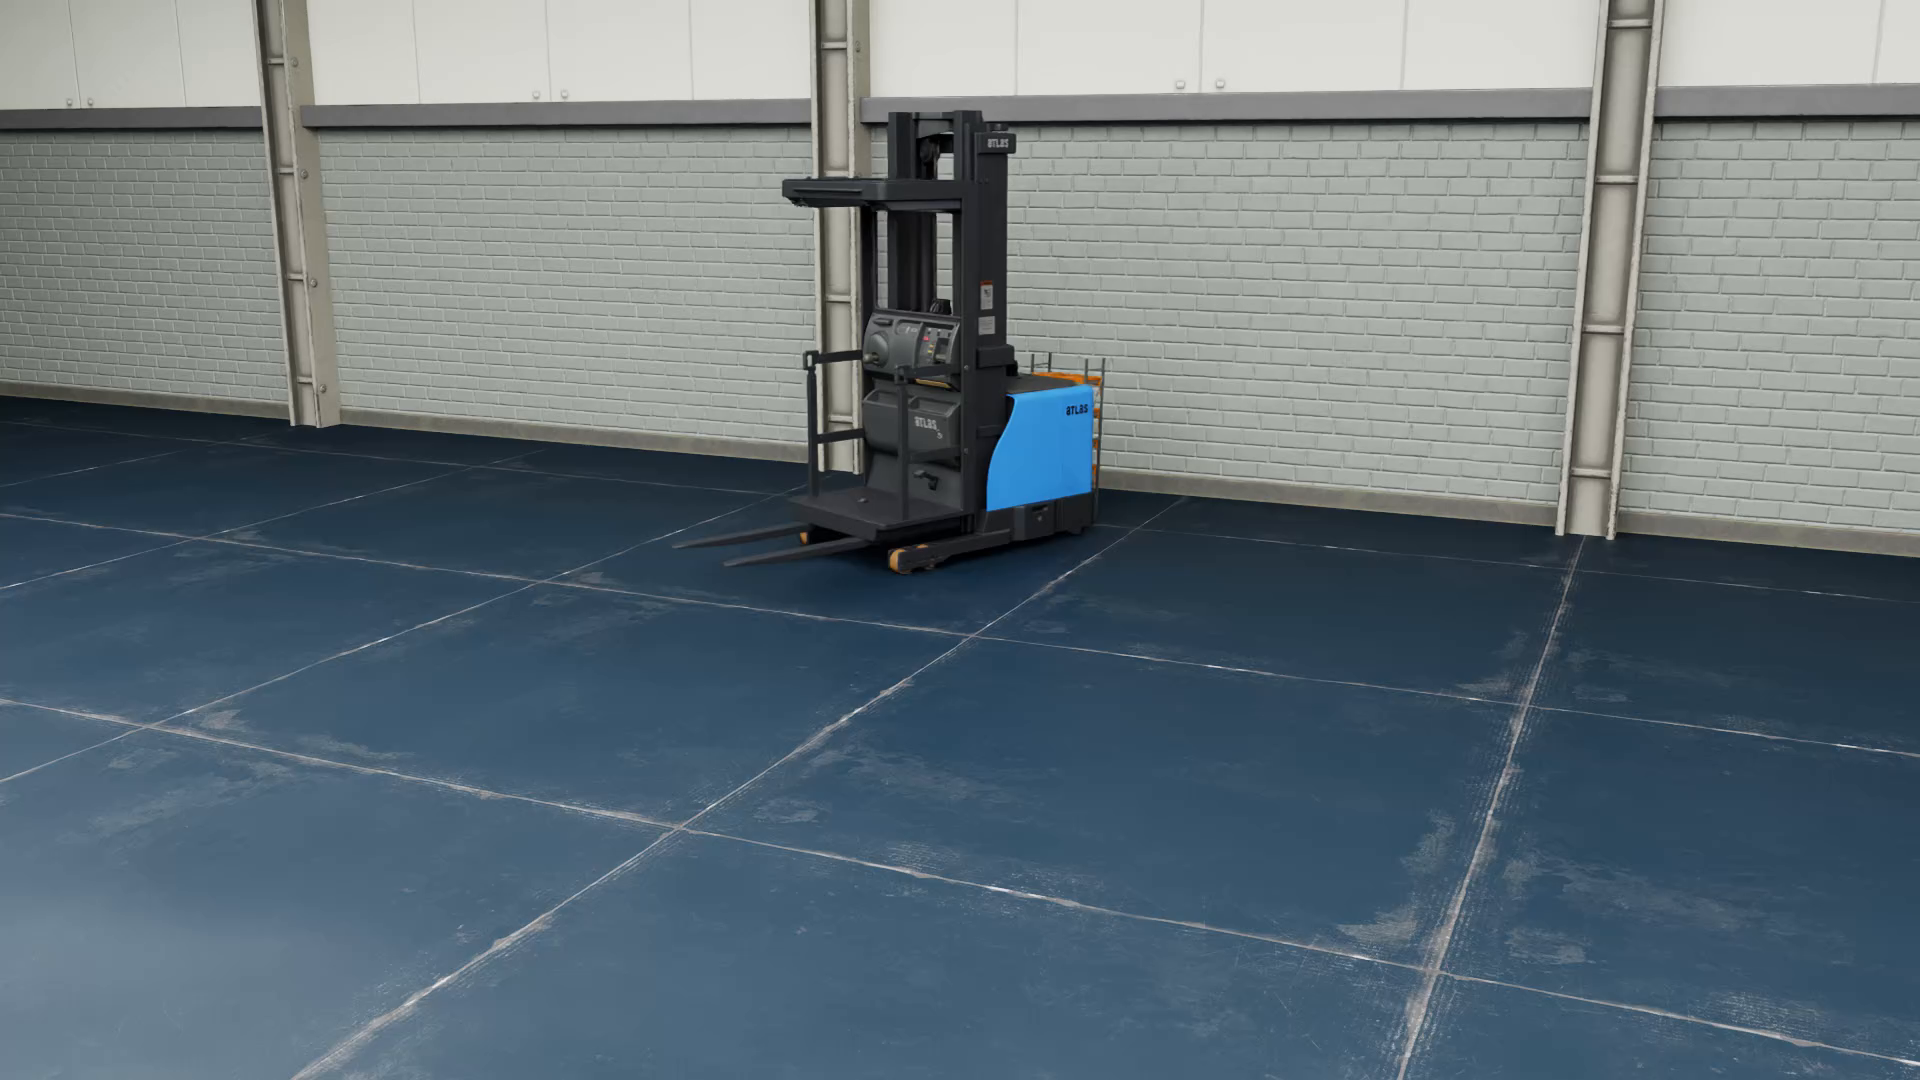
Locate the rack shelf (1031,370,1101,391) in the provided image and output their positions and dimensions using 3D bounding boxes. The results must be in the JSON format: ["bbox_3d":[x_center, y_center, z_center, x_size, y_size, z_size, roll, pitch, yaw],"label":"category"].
[{"bbox_3d":[0.791,-1.158,12.315,0.480,0.148,0.258,11,14,38],"label":"rack shelf"}]

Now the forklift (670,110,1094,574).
[{"bbox_3d":[-0.486,-1.338,11.041,3.031,2.935,1.130,-11,17,-40],"label":"forklift"}]

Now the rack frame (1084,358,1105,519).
[{"bbox_3d":[0.965,-0.737,12.237,0.015,1.200,0.240,11,14,38],"label":"rack frame"}]

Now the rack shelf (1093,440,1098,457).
[{"bbox_3d":[0.774,-0.706,12.400,0.480,0.148,0.258,11,14,38],"label":"rack shelf"}]

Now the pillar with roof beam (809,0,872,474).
[{"bbox_3d":[-2.721,-4.089,9.481,0.400,9.000,9.100,6,14,23],"label":"pillar with roof beam"}]

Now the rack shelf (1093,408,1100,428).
[{"bbox_3d":[0.782,-0.926,12.359,0.480,0.148,0.258,11,14,38],"label":"rack shelf"}]

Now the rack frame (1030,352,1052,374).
[{"bbox_3d":[0.588,-0.808,12.539,0.015,1.200,0.240,11,14,38],"label":"rack frame"}]

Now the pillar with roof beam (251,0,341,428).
[{"bbox_3d":[-8.207,-4.644,11.847,0.400,9.000,9.100,6,14,23],"label":"pillar with roof beam"}]

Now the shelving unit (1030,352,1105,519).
[{"bbox_3d":[0.776,-0.772,12.388,0.503,1.200,0.258,11,14,38],"label":"shelving unit"}]

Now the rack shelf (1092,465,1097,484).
[{"bbox_3d":[0.767,-0.511,12.437,0.480,0.148,0.258,11,14,38],"label":"rack shelf"}]

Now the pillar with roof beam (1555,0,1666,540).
[{"bbox_3d":[2.765,-3.533,7.115,0.400,9.000,9.100,6,14,23],"label":"pillar with roof beam"}]
